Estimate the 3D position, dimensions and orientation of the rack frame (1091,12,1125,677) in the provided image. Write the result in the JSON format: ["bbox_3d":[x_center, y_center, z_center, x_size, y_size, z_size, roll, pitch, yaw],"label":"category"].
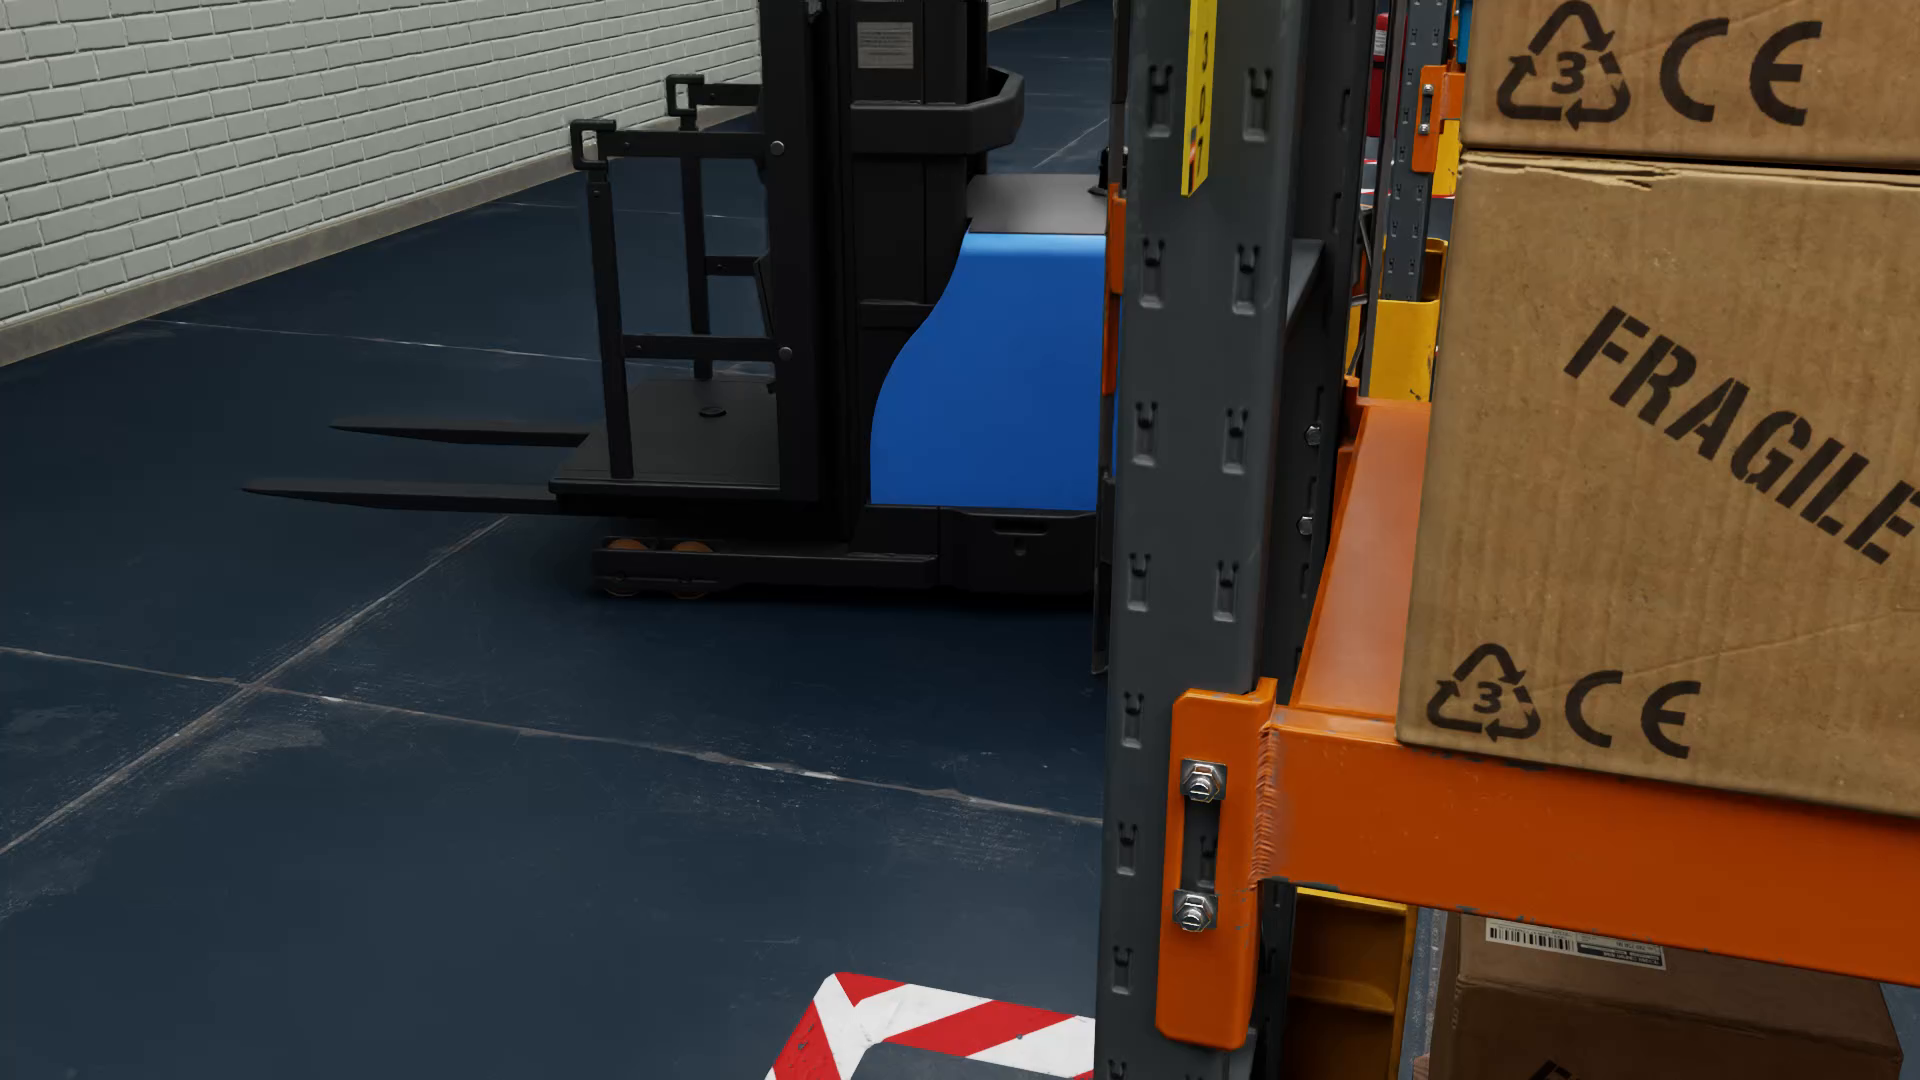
[{"bbox_3d":[0.506,-0.659,4.110,0.400,2.100,0.015,-17,28,-36],"label":"rack frame"}]

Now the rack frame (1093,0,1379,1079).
[{"bbox_3d":[0.334,-0.213,1.837,0.053,2.616,0.949,7,23,16],"label":"rack frame"}]

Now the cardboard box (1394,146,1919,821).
[{"bbox_3d":[0.683,-0.116,1.469,0.500,0.500,0.500,7,23,17],"label":"cardboard box"}]

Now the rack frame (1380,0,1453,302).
[{"bbox_3d":[1.769,-2.014,6.227,0.127,3.000,1.000,7,23,16],"label":"rack frame"}]

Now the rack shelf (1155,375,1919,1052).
[{"bbox_3d":[2.249,0.338,1.442,4.000,0.370,1.077,7,23,16],"label":"rack shelf"}]

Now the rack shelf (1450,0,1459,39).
[{"bbox_3d":[5.114,-3.261,10.216,4.000,0.370,1.077,7,23,16],"label":"rack shelf"}]

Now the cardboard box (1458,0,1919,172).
[{"bbox_3d":[0.683,-0.579,1.279,0.500,0.500,0.500,7,23,17],"label":"cardboard box"}]

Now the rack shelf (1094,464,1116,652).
[{"bbox_3d":[0.660,0.073,4.205,0.431,0.518,0.480,-17,28,-36],"label":"rack shelf"}]

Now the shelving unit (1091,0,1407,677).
[{"bbox_3d":[0.660,-0.587,3.934,0.431,2.100,0.503,-17,28,-36],"label":"shelving unit"}]

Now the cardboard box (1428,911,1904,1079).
[{"bbox_3d":[0.926,0.709,2.304,0.500,0.500,0.500,7,23,16],"label":"cardboard box"}]

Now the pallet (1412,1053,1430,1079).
[{"bbox_3d":[1.171,1.171,2.137,1.213,0.211,1.003,7,23,16],"label":"pallet"}]

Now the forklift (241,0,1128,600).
[{"bbox_3d":[-0.655,-1.379,4.770,3.031,2.935,1.130,2,22,5],"label":"forklift"}]

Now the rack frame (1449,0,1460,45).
[{"bbox_3d":[3.200,-3.813,10.614,0.127,3.000,1.000,7,23,16],"label":"rack frame"}]

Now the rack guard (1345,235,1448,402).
[{"bbox_3d":[1.742,-0.855,6.696,0.348,0.500,1.175,7,23,16],"label":"rack guard"}]

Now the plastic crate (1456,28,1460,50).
[{"bbox_3d":[2.143,-2.089,6.284,0.499,0.435,0.616,7,23,16],"label":"plastic crate"}]

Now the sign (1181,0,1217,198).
[{"bbox_3d":[0.178,-0.418,1.195,0.005,0.325,0.100,7,23,16],"label":"sign"}]

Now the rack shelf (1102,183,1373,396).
[{"bbox_3d":[0.660,-0.574,3.940,0.431,0.518,0.480,-17,28,-36],"label":"rack shelf"}]

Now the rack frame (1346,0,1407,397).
[{"bbox_3d":[0.814,-0.515,3.759,0.400,2.100,0.015,-17,28,-36],"label":"rack frame"}]

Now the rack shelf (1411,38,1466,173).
[{"bbox_3d":[3.684,-1.462,5.829,4.000,0.370,1.077,7,23,16],"label":"rack shelf"}]

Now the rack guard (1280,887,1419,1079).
[{"bbox_3d":[0.407,0.950,2.294,0.348,0.500,1.175,7,23,16],"label":"rack guard"}]

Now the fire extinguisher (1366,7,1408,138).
[{"bbox_3d":[1.756,-1.987,6.755,0.183,0.674,0.296,7,23,16],"label":"fire extinguisher"}]

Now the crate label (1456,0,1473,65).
[{"bbox_3d":[1.910,-1.817,5.889,0.303,0.233,0.416,7,23,16],"label":"crate label"}]

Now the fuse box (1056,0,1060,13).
[{"bbox_3d":[1.404,-8.175,22.944,0.414,1.711,0.539,7,23,16],"label":"fuse box"}]

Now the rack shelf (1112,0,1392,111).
[{"bbox_3d":[0.660,-1.222,3.674,0.431,0.518,0.480,-17,28,-36],"label":"rack shelf"}]

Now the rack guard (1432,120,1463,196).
[{"bbox_3d":[3.177,-2.659,11.095,0.348,0.500,1.175,7,23,16],"label":"rack guard"}]
